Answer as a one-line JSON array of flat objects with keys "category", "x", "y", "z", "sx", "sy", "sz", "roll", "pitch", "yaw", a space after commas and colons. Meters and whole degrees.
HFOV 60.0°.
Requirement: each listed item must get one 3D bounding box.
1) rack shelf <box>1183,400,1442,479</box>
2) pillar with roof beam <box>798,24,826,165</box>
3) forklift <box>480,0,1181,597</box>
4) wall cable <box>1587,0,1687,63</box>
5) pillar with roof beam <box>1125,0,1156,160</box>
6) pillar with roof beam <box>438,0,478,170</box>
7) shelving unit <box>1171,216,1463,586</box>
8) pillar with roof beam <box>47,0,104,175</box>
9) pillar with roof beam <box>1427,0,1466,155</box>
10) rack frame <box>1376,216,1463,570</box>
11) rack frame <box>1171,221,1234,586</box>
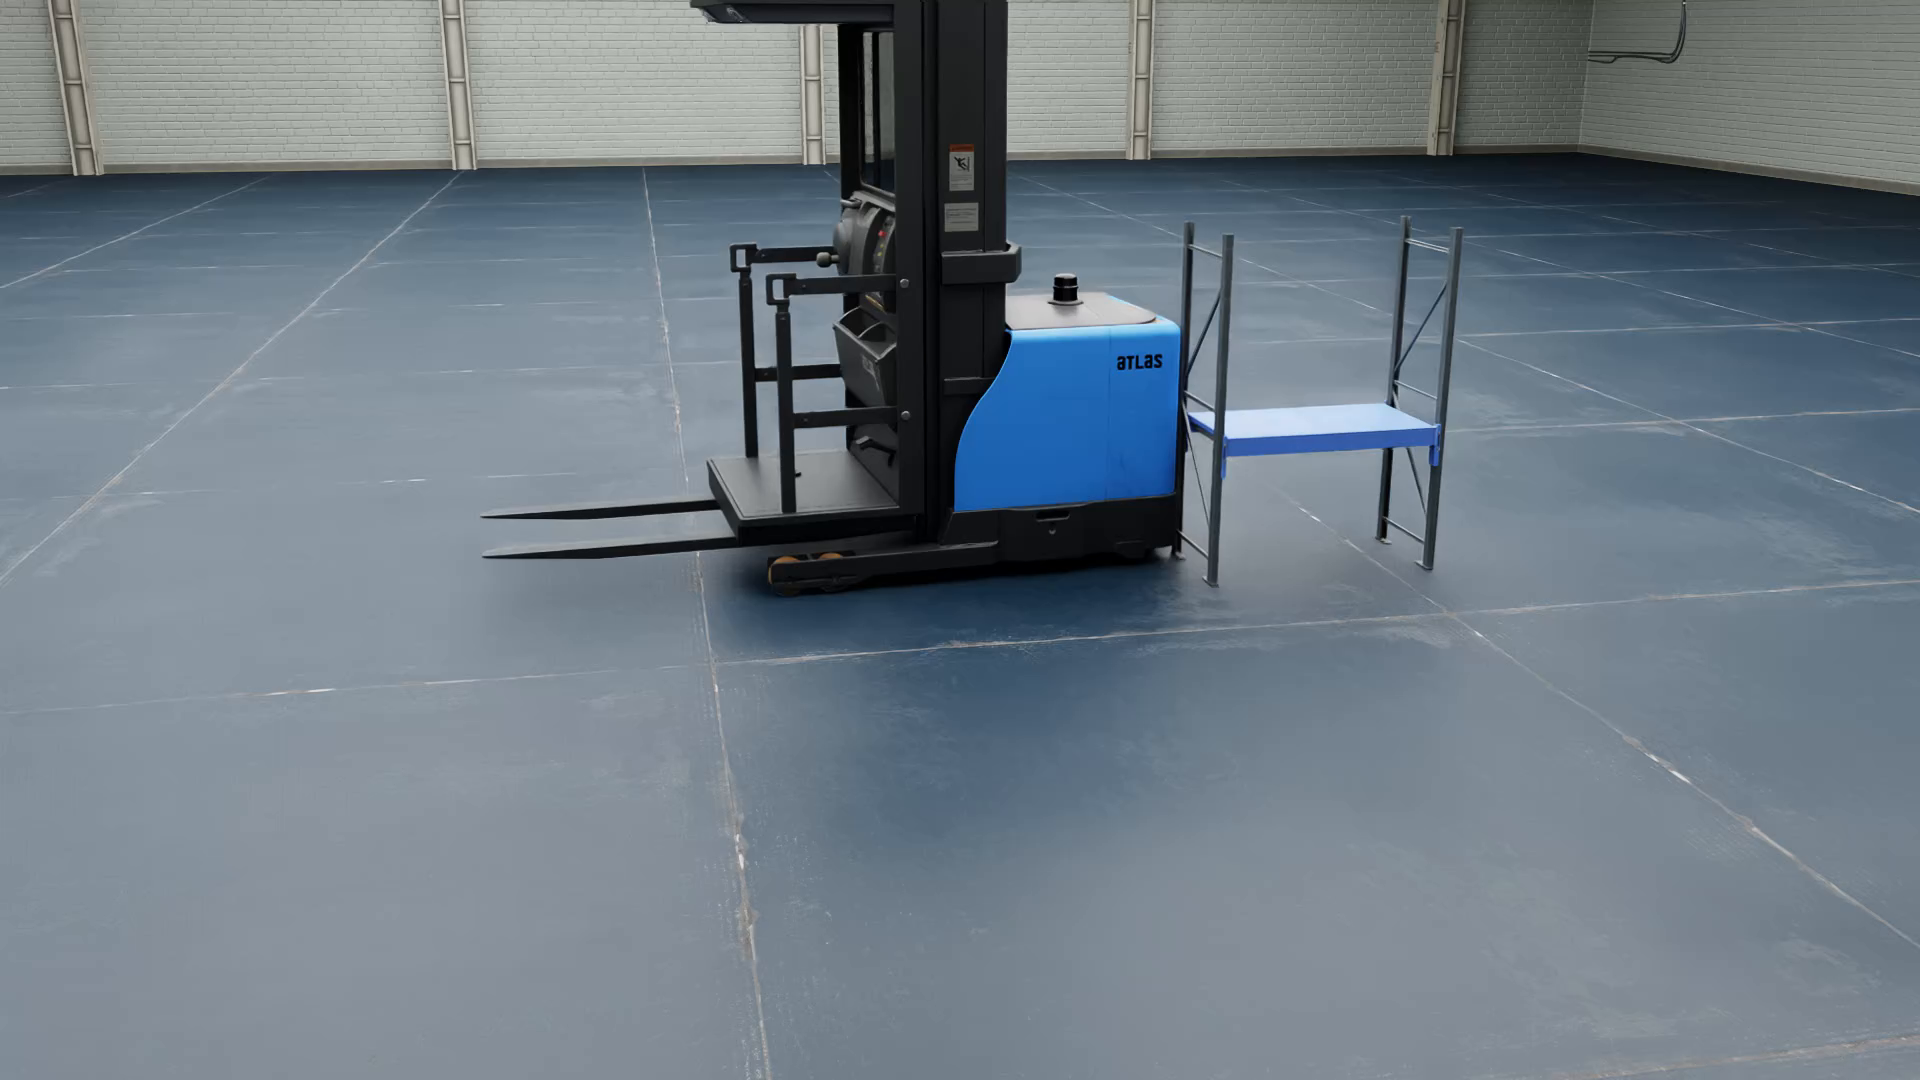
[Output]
[{"category": "rack shelf", "x": 1.536, "y": -0.452, "z": 7.341, "sx": 1.000, "sy": 0.185, "sz": 0.538, "roll": -4, "pitch": 17, "yaw": -12}, {"category": "pillar with roof beam", "x": -1.787, "y": -9.769, "z": 24.292, "sx": 0.400, "sy": 9.000, "sz": 9.100, "roll": -3, "pitch": 17, "yaw": -10}, {"category": "forklift", "x": -0.597, "y": -1.334, "z": 7.163, "sx": 3.031, "sy": 2.935, "sz": 1.130, "roll": -5, "pitch": 18, "yaw": -15}, {"category": "wall cable", "x": 12.322, "y": -9.977, "z": 30.258, "sx": 0.112, "sy": 2.526, "sz": 3.097, "roll": -3, "pitch": 17, "yaw": -10}, {"category": "pillar with roof beam", "x": 4.104, "y": -10.103, "z": 25.380, "sx": 0.400, "sy": 9.000, "sz": 9.100, "roll": -3, "pitch": 17, "yaw": -10}, {"category": "pillar with roof beam", "x": -7.678, "y": -9.435, "z": 23.204, "sx": 0.400, "sy": 9.000, "sz": 9.100, "roll": -3, "pitch": 17, "yaw": -10}, {"category": "shelving unit", "x": 1.536, "y": -0.624, "z": 7.288, "sx": 1.048, "sy": 1.500, "sz": 0.538, "roll": -4, "pitch": 17, "yaw": -12}, {"category": "pillar with roof beam", "x": -13.569, "y": -9.101, "z": 22.116, "sx": 0.400, "sy": 9.000, "sz": 9.100, "roll": -3, "pitch": 17, "yaw": -10}, {"category": "pillar with roof beam", "x": 9.995, "y": -10.438, "z": 26.468, "sx": 0.400, "sy": 9.000, "sz": 9.100, "roll": -3, "pitch": 17, "yaw": -10}, {"category": "rack frame", "x": 2.033, "y": -0.656, "z": 7.394, "sx": 0.032, "sy": 1.500, "sz": 0.500, "roll": -4, "pitch": 17, "yaw": -12}, {"category": "rack frame", "x": 1.040, "y": -0.591, "z": 7.182, "sx": 0.032, "sy": 1.500, "sz": 0.500, "roll": -4, "pitch": 17, "yaw": -12}]
